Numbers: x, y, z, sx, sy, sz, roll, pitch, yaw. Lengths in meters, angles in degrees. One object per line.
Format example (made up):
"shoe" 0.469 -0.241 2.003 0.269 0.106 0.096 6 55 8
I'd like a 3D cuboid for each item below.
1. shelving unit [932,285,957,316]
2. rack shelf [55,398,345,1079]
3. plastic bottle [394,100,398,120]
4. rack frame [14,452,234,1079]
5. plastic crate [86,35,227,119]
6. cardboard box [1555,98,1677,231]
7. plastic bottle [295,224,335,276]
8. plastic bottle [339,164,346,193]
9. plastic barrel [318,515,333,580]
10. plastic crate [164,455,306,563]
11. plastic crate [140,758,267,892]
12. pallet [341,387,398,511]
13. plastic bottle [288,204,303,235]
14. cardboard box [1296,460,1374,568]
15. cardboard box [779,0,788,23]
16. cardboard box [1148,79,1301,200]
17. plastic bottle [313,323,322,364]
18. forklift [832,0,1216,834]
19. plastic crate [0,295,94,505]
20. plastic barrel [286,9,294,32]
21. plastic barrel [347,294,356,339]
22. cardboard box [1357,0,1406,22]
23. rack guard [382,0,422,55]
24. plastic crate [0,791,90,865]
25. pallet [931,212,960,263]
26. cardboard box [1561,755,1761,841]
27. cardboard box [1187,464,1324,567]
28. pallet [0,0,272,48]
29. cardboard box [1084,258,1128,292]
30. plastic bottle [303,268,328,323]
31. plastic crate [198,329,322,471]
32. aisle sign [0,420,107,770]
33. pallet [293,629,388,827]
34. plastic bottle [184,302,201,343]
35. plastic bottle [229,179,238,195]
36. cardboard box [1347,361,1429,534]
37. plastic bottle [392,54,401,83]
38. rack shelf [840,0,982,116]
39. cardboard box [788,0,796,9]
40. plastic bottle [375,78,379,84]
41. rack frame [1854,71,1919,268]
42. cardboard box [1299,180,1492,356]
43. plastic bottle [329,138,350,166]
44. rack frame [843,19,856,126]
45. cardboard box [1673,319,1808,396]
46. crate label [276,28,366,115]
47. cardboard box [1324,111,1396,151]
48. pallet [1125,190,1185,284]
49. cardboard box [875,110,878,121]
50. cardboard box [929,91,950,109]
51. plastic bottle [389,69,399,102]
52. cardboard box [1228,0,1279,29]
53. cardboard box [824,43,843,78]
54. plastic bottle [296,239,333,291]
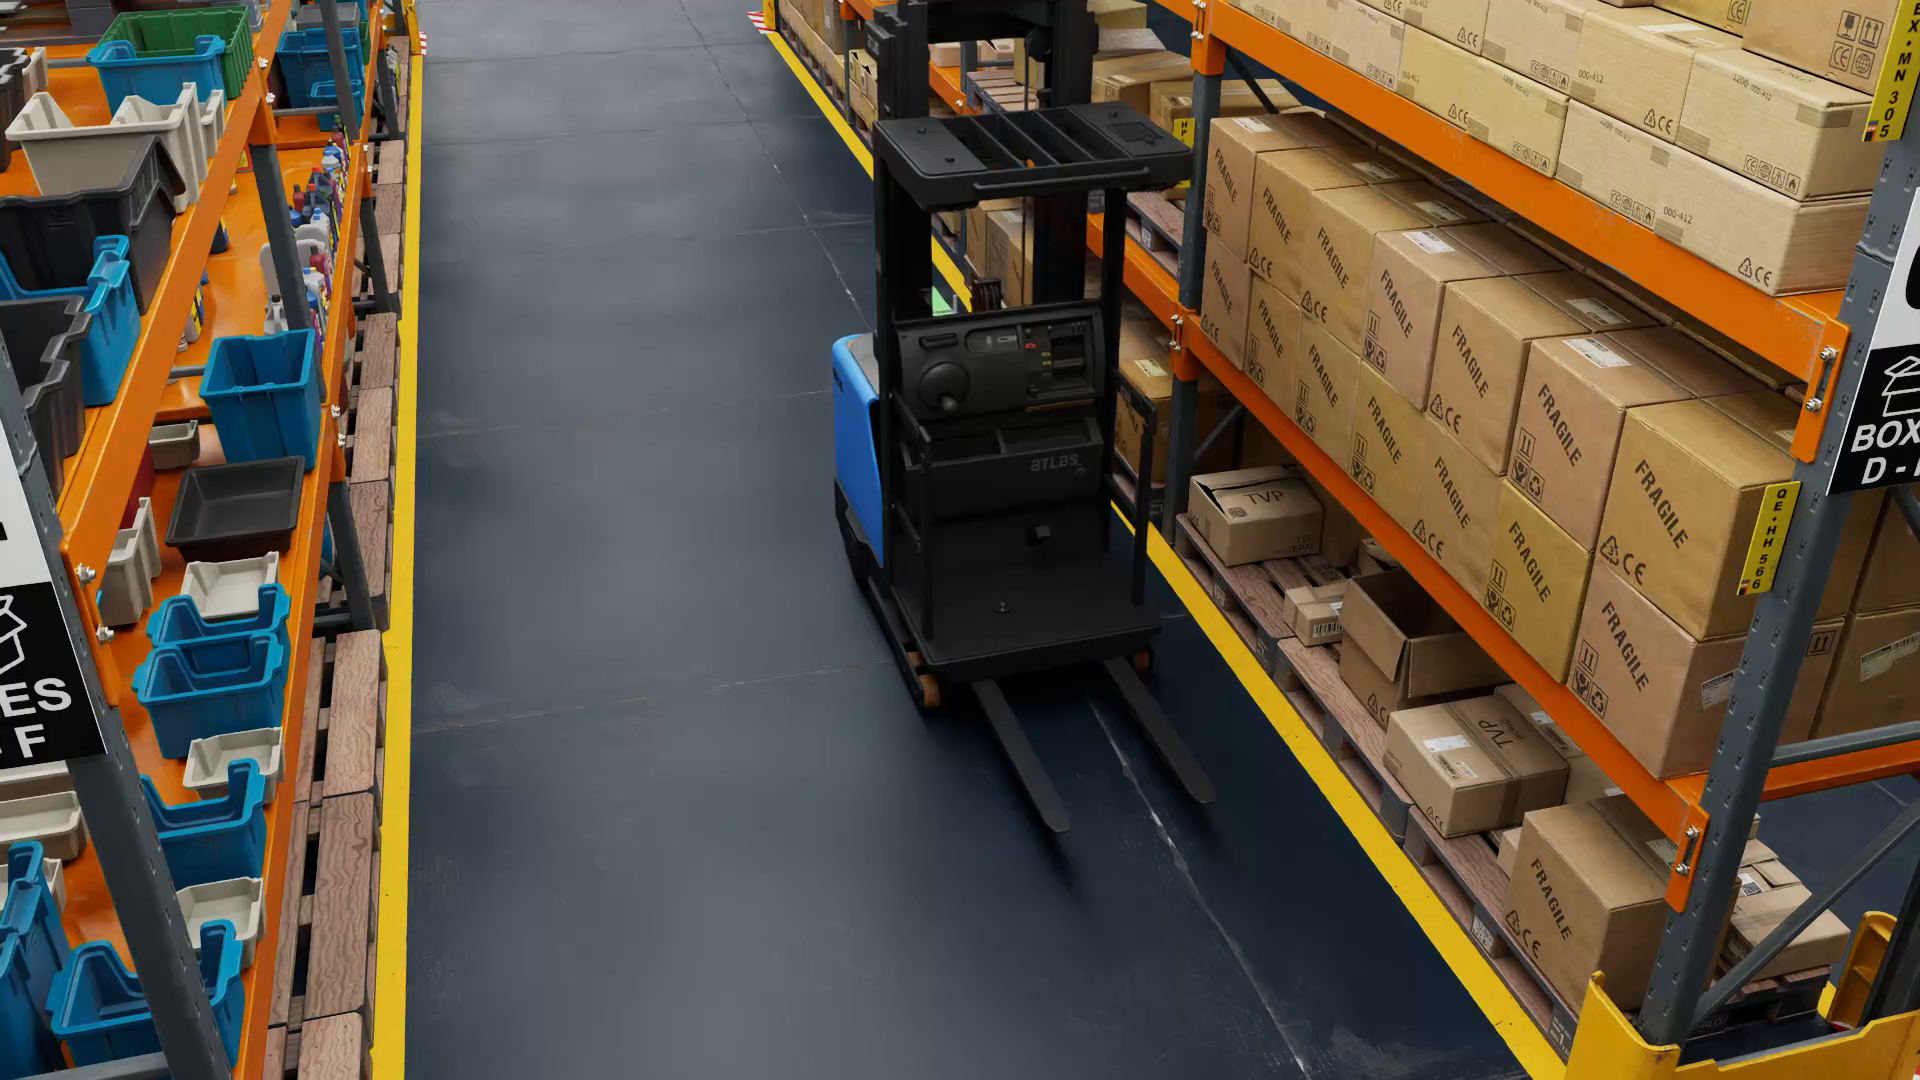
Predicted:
"shelving unit" -0.204 -0.842 9.007 0.258 1.200 0.503 -9 31 -14
"rack shelf" -2.683 0.575 5.480 1.077 0.370 4.000 -8 31 -13
"plastic bottle" -5.000 -3.788 14.584 0.097 0.271 0.097 0 30 0
"rack frame" -2.153 1.230 3.631 1.000 3.000 0.127 -8 31 -13
"plastic crate" -2.665 -1.531 5.573 0.416 0.233 0.300 -8 31 -13
"cardboard box" 2.111 -1.116 4.840 0.500 0.250 0.500 -8 31 -13
"plastic bottle" -3.277 -1.482 8.440 0.152 0.276 0.135 -8 31 -13
"plastic bottle" -3.605 -2.099 9.580 0.097 0.201 0.097 0 30 0
"plastic barrel" -3.342 -0.241 7.847 0.600 0.901 0.708 -8 31 -13
"plastic crate" -2.658 -0.104 6.151 0.437 0.125 0.590 -8 31 -13
"plastic crate" -2.075 0.795 4.489 0.416 0.233 0.300 -8 31 -13
"pallet" -3.706 -0.464 9.341 1.003 0.211 1.213 -8 31 -13
"plastic bottle" -3.472 -1.614 8.673 0.097 0.271 0.097 0 30 0
"cardboard box" 1.987 -0.230 8.209 0.500 0.500 0.500 -8 31 -13
"cardboard box" -1.695 -5.858 18.202 0.500 0.250 0.500 -8 31 -13
"cardboard box" 1.409 -2.166 8.979 0.700 0.500 0.500 -3 30 -5
"plastic bottle" -2.900 -0.886 7.402 0.061 0.283 0.133 -8 31 -13
"forklift" 0.252 -0.729 7.083 1.130 2.935 3.031 -9 31 -14
"plastic crate" -1.986 -0.235 3.298 0.497 0.269 0.590 -8 31 -13
"plastic barrel" -5.100 -3.779 12.149 0.433 0.535 0.433 0 30 0
"plastic barrel" -4.130 -1.643 10.341 0.600 0.830 0.708 -8 31 -13
"cardboard box" 1.708 -2.057 5.965 0.500 0.250 0.500 -8 31 -13
"rack guard" -6.334 -5.386 17.556 1.175 0.500 0.348 -8 31 -13
"plastic crate" -2.607 0.806 4.566 0.396 0.136 0.243 -8 31 -13
"pallet" 0.320 -2.487 12.836 1.003 0.211 1.213 -8 31 -13
"cardboard box" 2.621 1.031 6.281 0.500 0.250 0.500 -8 31 -13
"cardboard box" 1.465 -0.154 8.267 0.500 0.311 0.500 -8 31 -13
"pallet" -3.517 -2.284 6.896 1.213 0.211 1.003 -8 31 -13
"cardboard box" 0.762 -1.395 10.222 0.500 0.500 0.500 -9 31 -15
"plastic bottle" -3.071 -1.157 7.883 0.097 0.271 0.097 0 30 0
"plastic crate" -2.762 -0.541 6.647 0.392 0.384 0.575 -8 31 -13
"aisle sign" -1.847 0.100 2.988 0.394 0.787 0.004 -8 31 -13
"pallet" -2.982 0.855 7.063 1.003 0.211 1.213 -8 31 -13
"plastic bottle" -3.635 -1.101 7.706 0.144 0.351 0.185 -8 31 -13
"plastic bottle" -4.235 -2.098 9.579 0.097 0.201 0.097 0 30 0
"cardboard box" 1.841 -0.386 6.322 0.500 0.500 0.500 -8 31 -14
"plastic bottle" -5.412 -4.488 15.790 0.152 0.276 0.135 -9 31 -15
"rack shelf" -0.030 -3.946 13.290 1.077 0.370 4.000 -8 31 -13
"cardboard box" -1.560 -5.941 17.597 0.500 0.500 0.500 -8 31 -13
"plastic bottle" -5.307 -4.075 15.080 0.097 0.271 0.097 0 30 0
"rack frame" 2.624 -2.024 3.263 1.000 3.000 0.127 -8 31 -13
"cardboard box" 1.690 -1.073 6.511 0.500 0.500 0.500 -9 31 -15
"plastic bottle" -3.744 -2.351 10.016 0.097 0.201 0.097 0 30 0
"rack frame" -0.561 -5.223 14.779 1.000 3.000 0.127 -8 31 -13
"cardboard box" 2.614 -0.404 5.356 0.500 0.500 0.500 -8 31 -13
"crate label" -4.279 -3.165 11.189 0.502 0.435 0.616 -8 31 -13
"cardboard box" 1.946 -1.625 7.466 0.500 0.500 0.500 -8 31 -13
"pallet" 1.456 -1.676 8.844 1.003 0.211 1.213 -8 31 -13
"cardboard box" -0.418 -3.490 14.111 0.500 0.250 0.500 -9 31 -15
"cardboard box" -0.282 -3.482 13.538 0.500 0.311 0.500 -7 31 -12
"plastic bottle" -5.202 -4.146 15.124 0.144 0.351 0.185 -9 31 -15
"cardboard box" 1.453 -2.325 6.927 0.500 0.250 0.500 -8 31 -13
"cardboard box" -1.018 -4.652 16.119 0.500 0.250 0.500 -8 31 -13
"plastic bottle" -3.216 -1.370 8.246 0.152 0.276 0.135 -8 31 -13
